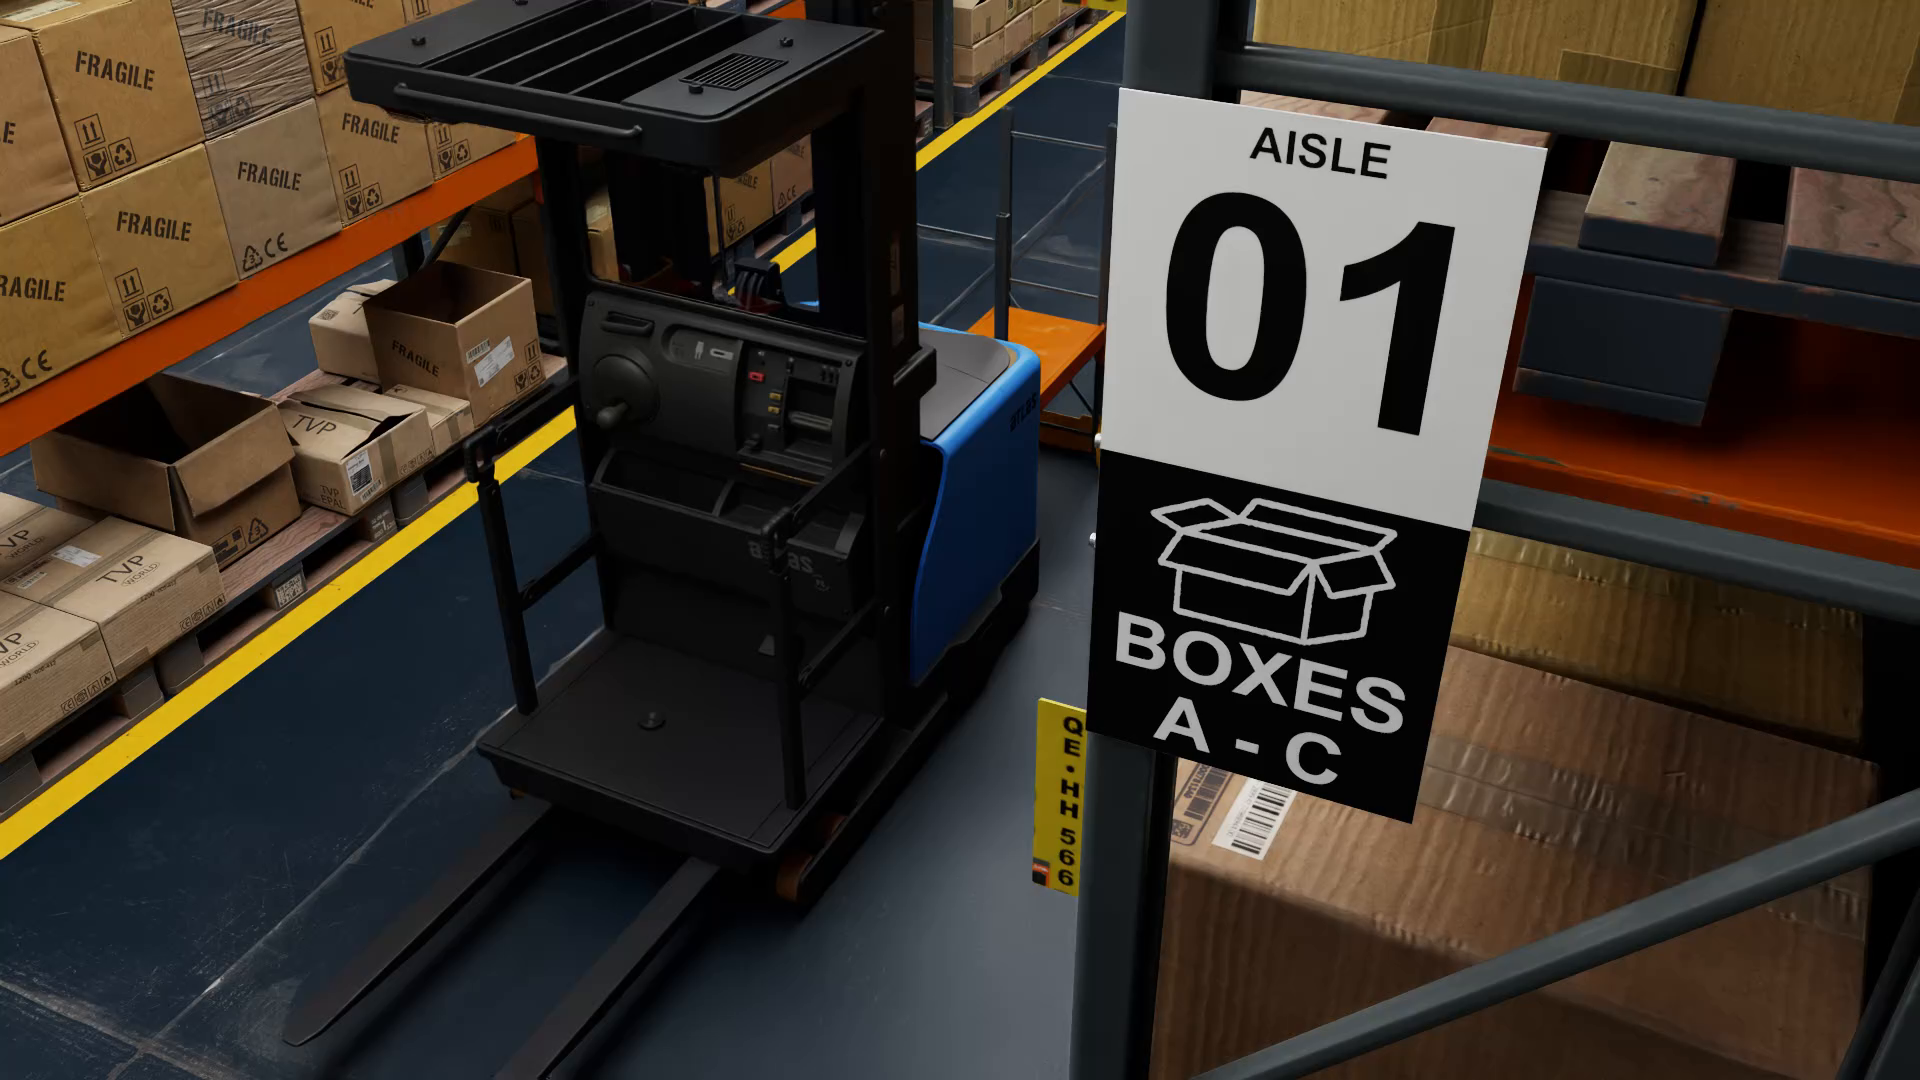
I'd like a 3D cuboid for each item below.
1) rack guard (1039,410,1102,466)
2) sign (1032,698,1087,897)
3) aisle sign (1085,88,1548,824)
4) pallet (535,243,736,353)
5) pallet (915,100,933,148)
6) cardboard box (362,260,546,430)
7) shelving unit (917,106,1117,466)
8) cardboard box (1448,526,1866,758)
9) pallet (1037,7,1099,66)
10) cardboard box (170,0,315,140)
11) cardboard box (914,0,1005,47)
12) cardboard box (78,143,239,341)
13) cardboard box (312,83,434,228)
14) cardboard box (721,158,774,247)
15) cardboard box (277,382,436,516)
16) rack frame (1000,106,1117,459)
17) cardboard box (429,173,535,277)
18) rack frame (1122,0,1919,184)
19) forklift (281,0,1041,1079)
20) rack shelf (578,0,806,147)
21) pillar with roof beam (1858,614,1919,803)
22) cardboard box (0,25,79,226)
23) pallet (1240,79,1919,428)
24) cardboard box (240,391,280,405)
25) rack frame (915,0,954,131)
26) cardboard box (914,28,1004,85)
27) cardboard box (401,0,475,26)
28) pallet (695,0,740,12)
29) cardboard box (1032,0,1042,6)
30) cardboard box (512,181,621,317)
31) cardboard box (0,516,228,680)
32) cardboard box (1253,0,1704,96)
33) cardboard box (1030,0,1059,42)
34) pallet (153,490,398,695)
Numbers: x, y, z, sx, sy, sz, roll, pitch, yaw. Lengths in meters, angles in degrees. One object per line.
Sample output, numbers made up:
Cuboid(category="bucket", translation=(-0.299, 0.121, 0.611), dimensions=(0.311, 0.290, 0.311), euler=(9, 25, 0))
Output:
Cuboid(category="rack guard", translation=(0.387, -0.514, 7.306), dimensions=(0.587, 0.250, 0.087), euler=(15, 36, 22))
Cuboid(category="sign", translation=(0.147, 0.351, 2.208), dimensions=(0.100, 0.325, 0.005), euler=(14, 36, 20))
Cuboid(category="aisle sign", translation=(0.331, -0.055, 1.727), dimensions=(0.394, 0.787, 0.004), euler=(14, 36, 20))
Cuboid(category="pallet", translation=(-1.888, -1.309, 8.554), dimensions=(1.003, 0.211, 1.213), euler=(14, 36, 20))
Cuboid(category="pallet", translation=(-0.867, -2.524, 10.407), dimensions=(1.003, 0.211, 1.213), euler=(14, 36, 20))
Cuboid(category="cardboard box", translation=(-2.175, -0.851, 7.191), dimensions=(0.500, 0.500, 0.500), euler=(14, 36, 20))
Cuboid(category="shelving unit", translation=(0.165, -0.792, 6.590), dimensions=(0.587, 1.500, 1.083), euler=(15, 36, 22))
Cuboid(category="cardboard box", translation=(1.132, 0.319, 3.255), dimensions=(0.980, 0.700, 0.700), euler=(14, 36, 20))
Cuboid(category="pallet", translation=(0.371, -3.894, 12.496), dimensions=(1.003, 0.211, 1.213), euler=(14, 36, 20))
Cuboid(category="cardboard box", translation=(-2.593, -1.704, 5.609), dimensions=(0.500, 0.500, 0.500), euler=(14, 36, 21))
Cuboid(category="cardboard box", translation=(-0.034, -3.507, 10.977), dimensions=(0.500, 0.311, 0.500), euler=(15, 36, 22))
Cuboid(category="cardboard box", translation=(-2.808, -1.028, 5.491), dimensions=(0.500, 0.500, 0.500), euler=(15, 36, 21))
Cuboid(category="cardboard box", translation=(-2.384, -1.538, 6.270), dimensions=(0.500, 0.500, 0.500), euler=(15, 36, 22))
Cuboid(category="cardboard box", translation=(-1.341, -1.901, 8.791), dimensions=(0.500, 0.500, 0.500), euler=(15, 36, 21))
Cuboid(category="cardboard box", translation=(-2.488, -0.399, 6.673), dimensions=(0.500, 0.311, 0.500), euler=(14, 36, 20))
Cuboid(category="rack frame", translation=(0.395, -1.046, 6.978), dimensions=(0.500, 1.500, 0.032), euler=(15, 36, 22))
Cuboid(category="cardboard box", translation=(-2.248, -1.512, 8.198), dimensions=(0.500, 0.500, 0.500), euler=(14, 36, 20))
Cuboid(category="rack frame", translation=(0.634, -1.444, 0.745), dimensions=(1.000, 3.000, 0.127), euler=(14, 36, 20))
Cuboid(category="forklift", translation=(-0.808, -0.396, 4.681), dimensions=(1.130, 2.935, 3.031), euler=(15, 36, 22))
Cuboid(category="rack shelf", translation=(-1.357, -2.757, 8.875), dimensions=(1.077, 0.370, 4.000), euler=(14, 36, 20))
Cuboid(category="pillar with roof beam", translation=(-1.110, -3.876, 4.455), dimensions=(9.100, 9.000, 0.400), euler=(14, 36, 20))
Cuboid(category="cardboard box", translation=(-3.017, -1.200, 4.841), dimensions=(0.500, 0.500, 0.500), euler=(15, 36, 21))
Cuboid(category="pallet", translation=(0.934, -0.524, 2.159), dimensions=(1.003, 0.211, 1.213), euler=(14, 36, 20))
Cuboid(category="cardboard box", translation=(-2.919, -0.468, 6.911), dimensions=(0.380, 0.166, 0.250), euler=(14, 36, 20))
Cuboid(category="rack frame", translation=(-0.520, -4.054, 10.197), dimensions=(1.000, 3.000, 0.127), euler=(14, 36, 20))
Cuboid(category="cardboard box", translation=(-0.034, -3.273, 11.131), dimensions=(0.500, 0.250, 0.500), euler=(14, 36, 20))
Cuboid(category="cardboard box", translation=(-2.170, -2.210, 6.382), dimensions=(0.500, 0.500, 0.500), euler=(14, 36, 21))
Cuboid(category="pallet", translation=(-1.760, -2.354, 7.780), dimensions=(1.003, 0.211, 1.213), euler=(14, 36, 20))
Cuboid(category="cardboard box", translation=(0.393, -4.025, 11.765), dimensions=(0.500, 0.311, 0.500), euler=(13, 35, 19))
Cuboid(category="cardboard box", translation=(-1.770, -1.385, 8.005), dimensions=(0.500, 0.500, 0.500), euler=(13, 35, 18))
Cuboid(category="cardboard box", translation=(-2.964, 0.193, 5.827), dimensions=(0.500, 0.250, 0.500), euler=(14, 36, 20))
Cuboid(category="cardboard box", translation=(0.699, -0.770, 2.115), dimensions=(0.500, 0.250, 0.500), euler=(15, 36, 22))
Cuboid(category="cardboard box", translation=(0.387, -3.784, 11.910), dimensions=(0.500, 0.250, 0.500), euler=(13, 36, 19))
Cuboid(category="pallet", translation=(-2.991, 0.056, 6.472), dimensions=(1.003, 0.211, 1.213), euler=(14, 36, 20))
